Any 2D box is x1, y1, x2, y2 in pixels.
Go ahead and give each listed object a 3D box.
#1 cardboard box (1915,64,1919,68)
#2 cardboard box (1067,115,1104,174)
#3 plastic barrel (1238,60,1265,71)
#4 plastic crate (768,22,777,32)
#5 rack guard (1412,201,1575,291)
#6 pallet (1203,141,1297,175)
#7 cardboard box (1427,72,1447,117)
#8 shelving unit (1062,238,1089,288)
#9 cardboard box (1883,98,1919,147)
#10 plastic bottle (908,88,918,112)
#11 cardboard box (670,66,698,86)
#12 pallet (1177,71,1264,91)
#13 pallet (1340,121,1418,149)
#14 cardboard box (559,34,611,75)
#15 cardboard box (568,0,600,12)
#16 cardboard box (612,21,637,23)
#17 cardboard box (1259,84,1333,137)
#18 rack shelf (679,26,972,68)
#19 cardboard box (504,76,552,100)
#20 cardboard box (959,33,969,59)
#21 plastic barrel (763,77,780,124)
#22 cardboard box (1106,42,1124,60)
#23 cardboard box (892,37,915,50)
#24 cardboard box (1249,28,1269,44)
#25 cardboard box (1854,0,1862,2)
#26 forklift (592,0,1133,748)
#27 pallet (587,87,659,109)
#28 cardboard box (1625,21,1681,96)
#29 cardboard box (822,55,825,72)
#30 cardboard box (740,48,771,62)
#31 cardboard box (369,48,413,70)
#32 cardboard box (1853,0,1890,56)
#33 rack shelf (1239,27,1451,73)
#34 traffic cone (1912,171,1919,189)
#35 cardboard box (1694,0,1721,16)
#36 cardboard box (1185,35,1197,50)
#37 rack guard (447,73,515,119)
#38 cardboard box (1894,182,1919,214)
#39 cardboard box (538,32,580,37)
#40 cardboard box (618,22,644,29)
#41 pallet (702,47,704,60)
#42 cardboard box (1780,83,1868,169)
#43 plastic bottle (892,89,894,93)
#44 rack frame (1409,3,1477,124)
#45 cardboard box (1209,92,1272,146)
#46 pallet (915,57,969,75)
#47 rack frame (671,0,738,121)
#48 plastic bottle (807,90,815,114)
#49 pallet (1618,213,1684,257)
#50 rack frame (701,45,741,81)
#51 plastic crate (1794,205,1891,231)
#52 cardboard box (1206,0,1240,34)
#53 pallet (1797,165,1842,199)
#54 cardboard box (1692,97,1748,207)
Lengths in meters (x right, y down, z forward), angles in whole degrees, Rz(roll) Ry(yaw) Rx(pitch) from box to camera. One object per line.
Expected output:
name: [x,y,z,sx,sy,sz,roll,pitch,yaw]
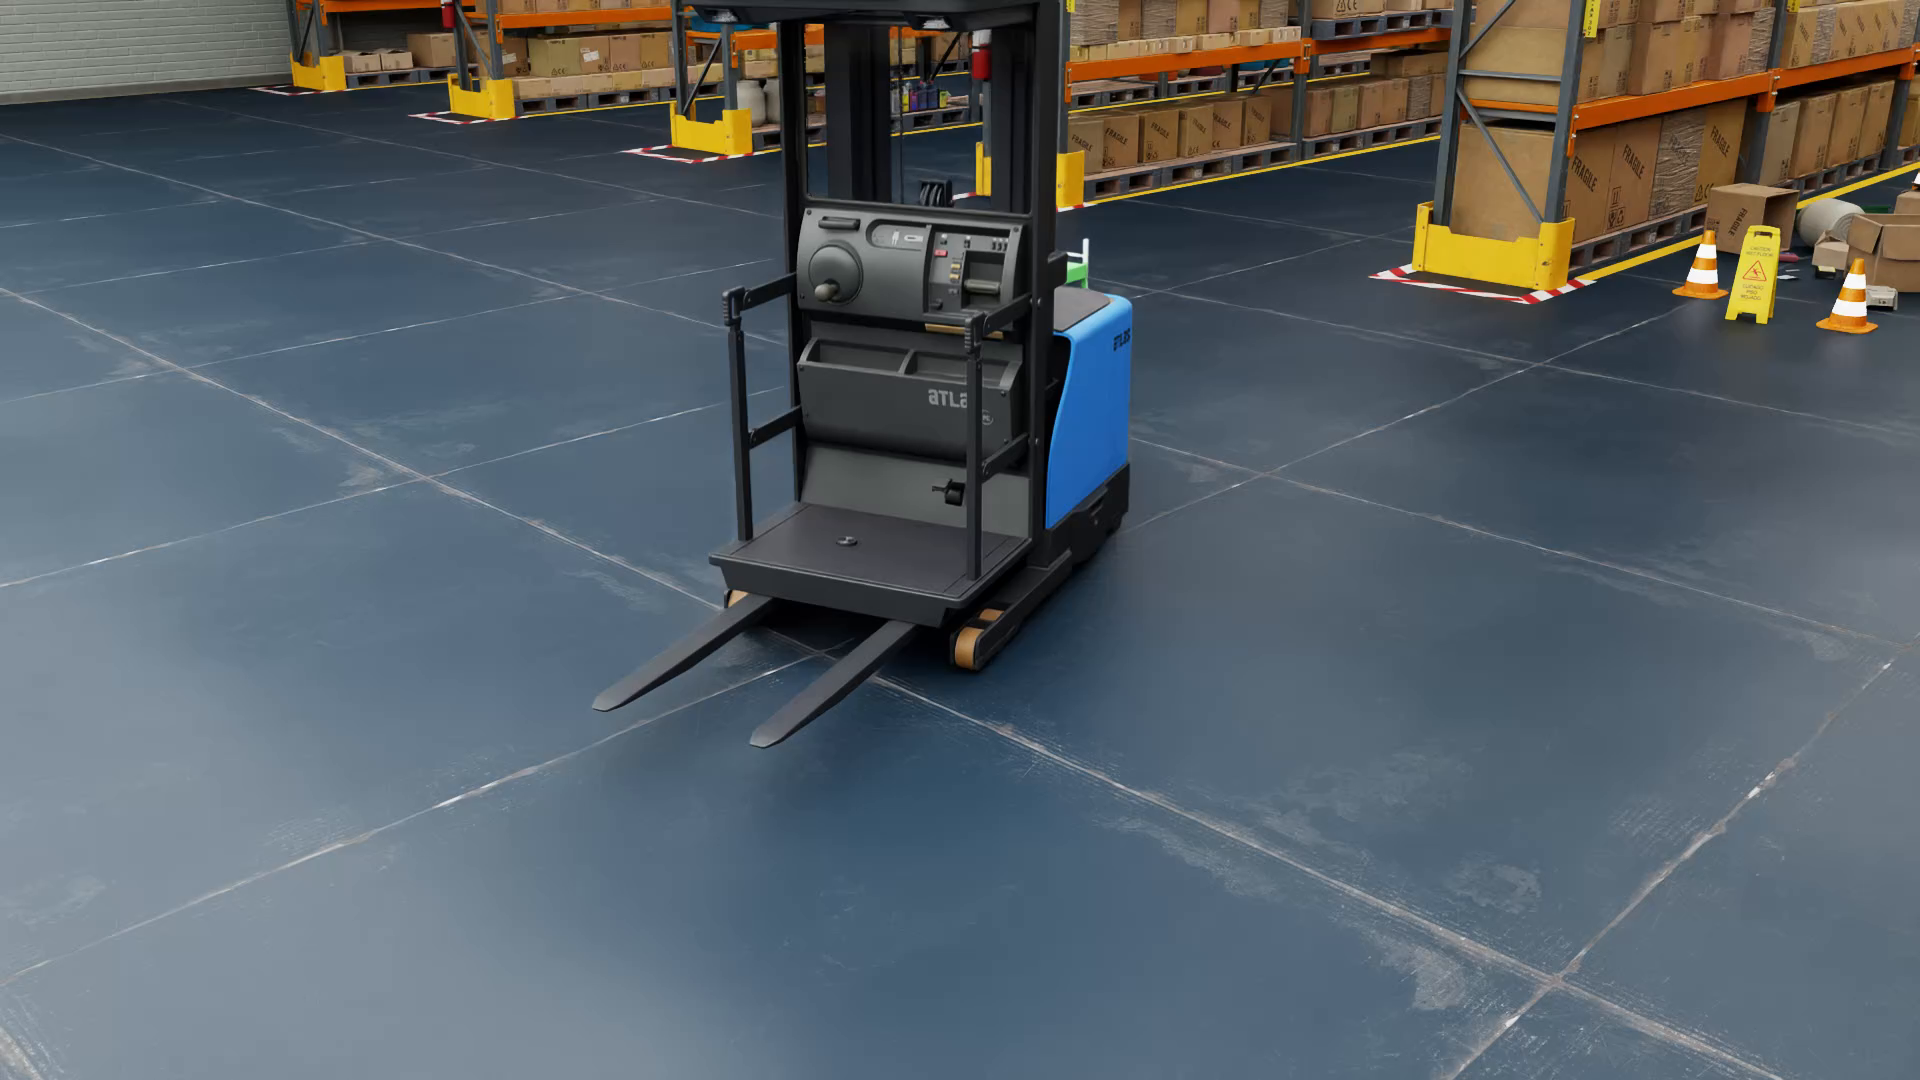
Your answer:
cardboard box: [11.046,-5.254,18.917,0.500,0.250,0.500,20,28,41]
cardboard box: [1.067,-3.900,16.440,0.500,0.500,0.500,-14,25,-32]
plastic barrel: [4.556,-7.938,26.386,0.600,0.901,0.708,19,28,41]
plastic crate: [-2.075,-5.981,19.322,0.298,0.136,0.250,19,28,41]
rack guard: [4.086,-2.275,12.796,1.175,0.500,0.348,19,28,41]
pallet: [2.966,-4.260,18.364,1.003,0.211,1.213,19,28,41]
cardboard box: [5.747,-5.633,20.919,0.700,0.500,0.500,17,27,38]
shelving unit: [0.375,-0.840,8.088,0.258,1.200,0.503,15,25,33]
cardboard box: [10.360,-4.651,18.394,0.500,0.500,0.500,18,27,38]
plastic bottle: [-0.599,-5.581,21.086,0.133,0.283,0.061,-18,27,-39]
cardboard box: [-4.208,-6.836,24.426,0.500,0.250,0.500,19,28,41]
pallet: [4.022,-7.235,26.103,1.003,0.211,1.213,19,28,41]
pallet: [4.803,-4.957,20.178,1.003,0.211,1.213,19,28,41]
cardboard box: [-5.255,-6.801,23.289,0.500,0.500,0.500,19,28,41]
cardboard box: [-5.428,-7.621,23.082,0.700,0.500,0.500,19,28,41]
cardboard box: [-6.071,-9.293,29.397,0.500,0.250,0.500,18,28,39]
cardboard box: [3.853,-4.934,19.102,0.700,0.500,0.500,17,27,37]
rack shelf: [-1.534,-6.133,20.352,1.077,0.370,4.000,19,28,41]
cardboard box: [-5.942,-6.190,22.745,0.500,0.250,0.500,19,28,41]
cardboard box: [-0.012,-8.472,28.306,0.500,0.500,0.500,18,27,39]
plastic barrel: [-2.175,-5.306,20.082,0.421,0.512,0.421,0,21,0]
cardboard box: [1.362,-4.731,16.053,0.380,0.149,0.250,19,28,41]
cardboard box: [-1.084,-8.230,27.271,0.500,0.311,0.500,-19,28,-41]
cardboard box: [3.072,-5.386,17.756,0.380,0.149,0.250,19,28,41]
cardboard box: [8.655,-5.642,16.539,0.700,0.500,0.500,19,28,40]
forklift: [-0.289,-1.049,6.219,1.130,2.935,3.031,9,23,23]
pallet: [-5.121,-6.413,23.965,1.003,0.211,1.213,19,28,41]
cardboard box: [5.178,-3.884,13.289,0.875,0.550,0.550,19,28,41]
cardboard box: [-2.154,-7.573,26.344,0.500,0.250,0.500,-20,28,-41]
cardboard box: [-3.219,-7.442,25.220,0.500,0.311,0.500,19,28,41]
cardboard box: [-9.083,-7.686,26.526,0.500,0.311,0.500,-17,27,-38]
cardboard box: [8.864,-5.111,16.553,0.500,0.500,0.500,19,28,40]
rack shelf: [4.805,-5.921,19.802,1.077,0.370,4.000,19,28,41]
traffic cone: [8.910,-3.258,15.407,0.336,0.463,0.334,19,28,41]
cardboard box: [5.835,-4.689,13.878,0.875,0.550,0.550,19,28,41]
cardboard box: [2.184,-5.070,16.935,0.380,0.149,0.250,19,28,41]
rack guard: [-6.493,-6.022,22.546,1.175,0.500,0.348,19,28,41]
cardboard box: [7.777,-2.460,13.085,0.797,0.637,0.503,19,28,41]
cardboard box: [-5.628,-6.931,23.628,0.500,0.500,0.500,19,28,41]
cardboard box: [-6.026,-8.961,29.578,0.700,0.500,0.500,20,28,41]
pallet: [-4.993,-8.988,30.666,1.003,0.211,1.213,19,28,41]
cardboard box: [8.587,-4.290,17.106,0.750,0.750,1.050,-20,28,-41]
plastic bottle: [-0.832,-5.569,21.056,0.061,0.283,0.133,19,28,41]
rack frame: [6.200,-6.771,21.011,1.000,3.000,0.127,19,28,41]
cardboard box: [3.102,-4.680,18.467,0.500,0.500,0.500,18,28,39]
pallet: [-0.347,-8.133,28.439,1.003,0.211,1.213,19,28,41]
rack frame: [-2.929,-5.955,18.886,1.000,3.000,0.127,19,28,41]
plastic bottle: [-1.894,-5.508,20.898,0.133,0.283,0.061,-19,28,-41]
pallet: [5.455,-2.683,14.261,1.003,0.211,1.213,19,28,41]
rack frame: [-3.685,-8.223,24.789,1.000,3.000,0.127,19,28,41]
plastic crate: [7.710,-2.818,14.563,0.662,0.188,0.450,-6,12,-15]
cardboard box: [2.401,-5.555,17.292,0.875,0.500,0.500,19,28,41]
pallet: [8.228,-3.707,16.924,1.003,0.211,1.213,19,28,41]
cardboard box: [6.404,-3.536,14.969,0.875,0.875,0.875,-20,28,-41]
